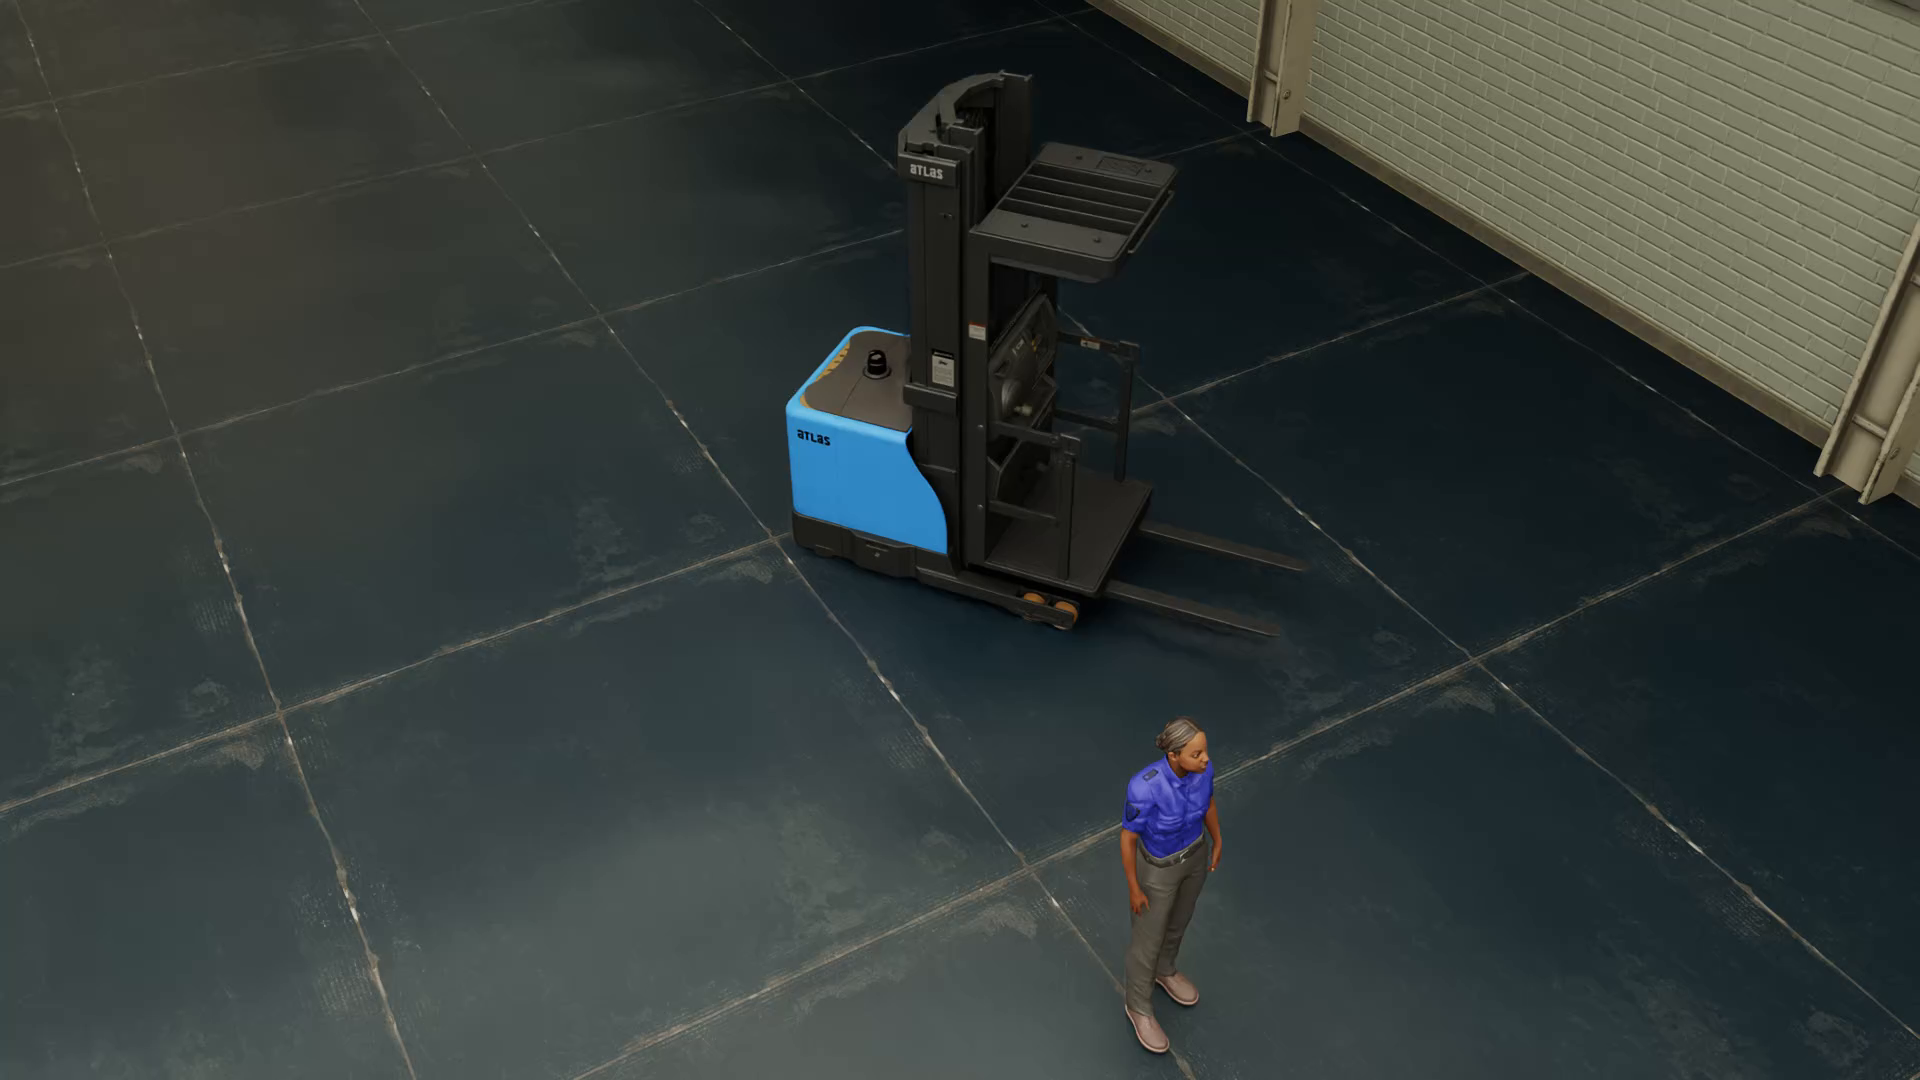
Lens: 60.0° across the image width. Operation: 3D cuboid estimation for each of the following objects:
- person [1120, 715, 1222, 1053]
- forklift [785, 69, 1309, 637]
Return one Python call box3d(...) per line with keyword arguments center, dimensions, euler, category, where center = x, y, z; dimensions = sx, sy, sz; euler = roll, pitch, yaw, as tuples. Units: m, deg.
box3d(center=(0.960, 1.471, 7.252), dimensions=(0.569, 1.654, 0.504), euler=(-25, 46, -27), category="person")
box3d(center=(0.538, -0.991, 9.231), dimensions=(3.031, 2.935, 1.130), euler=(15, 42, 18), category="forklift")
